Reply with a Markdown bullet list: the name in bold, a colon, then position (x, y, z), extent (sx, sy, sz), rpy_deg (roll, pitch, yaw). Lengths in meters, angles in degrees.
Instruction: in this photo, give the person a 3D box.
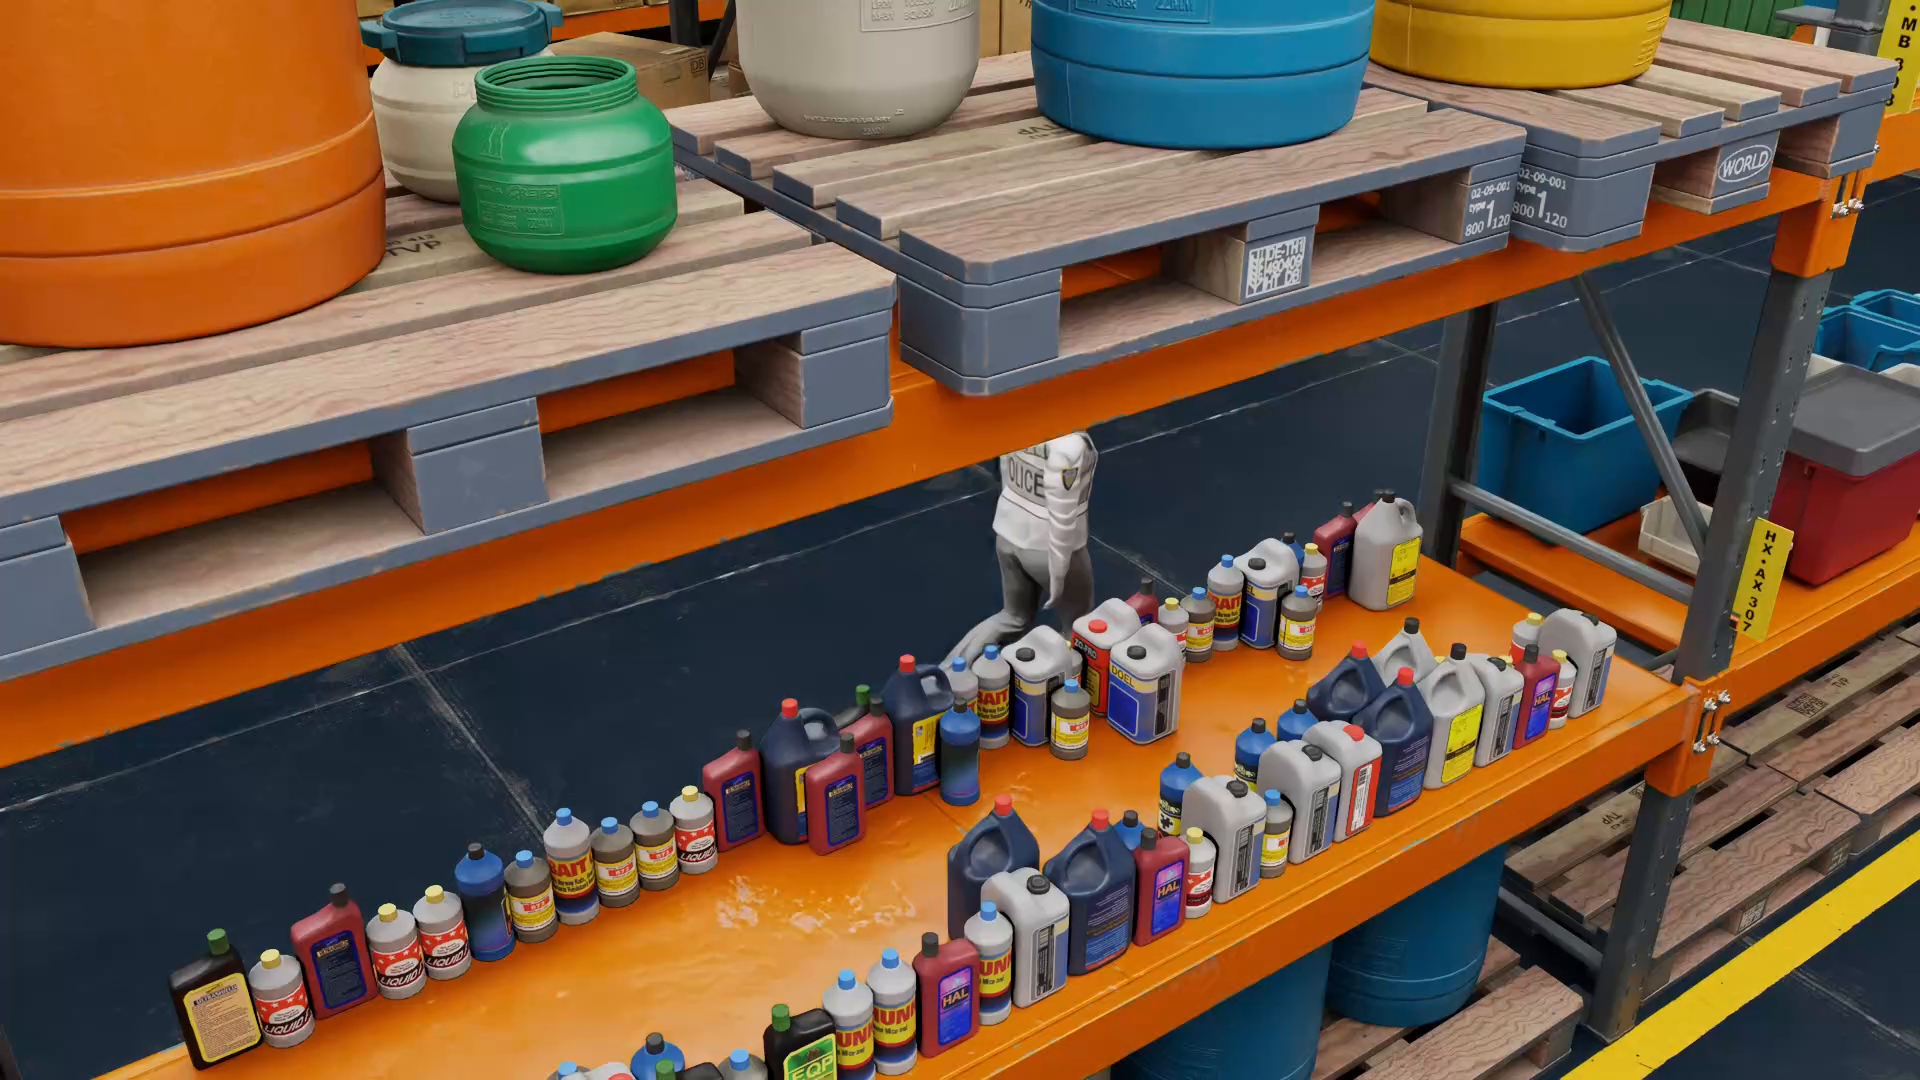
- **person**: position (0.246, 0.019, 6.042), extent (0.788, 1.658, 0.472), rpy_deg (-18, 34, -30)
